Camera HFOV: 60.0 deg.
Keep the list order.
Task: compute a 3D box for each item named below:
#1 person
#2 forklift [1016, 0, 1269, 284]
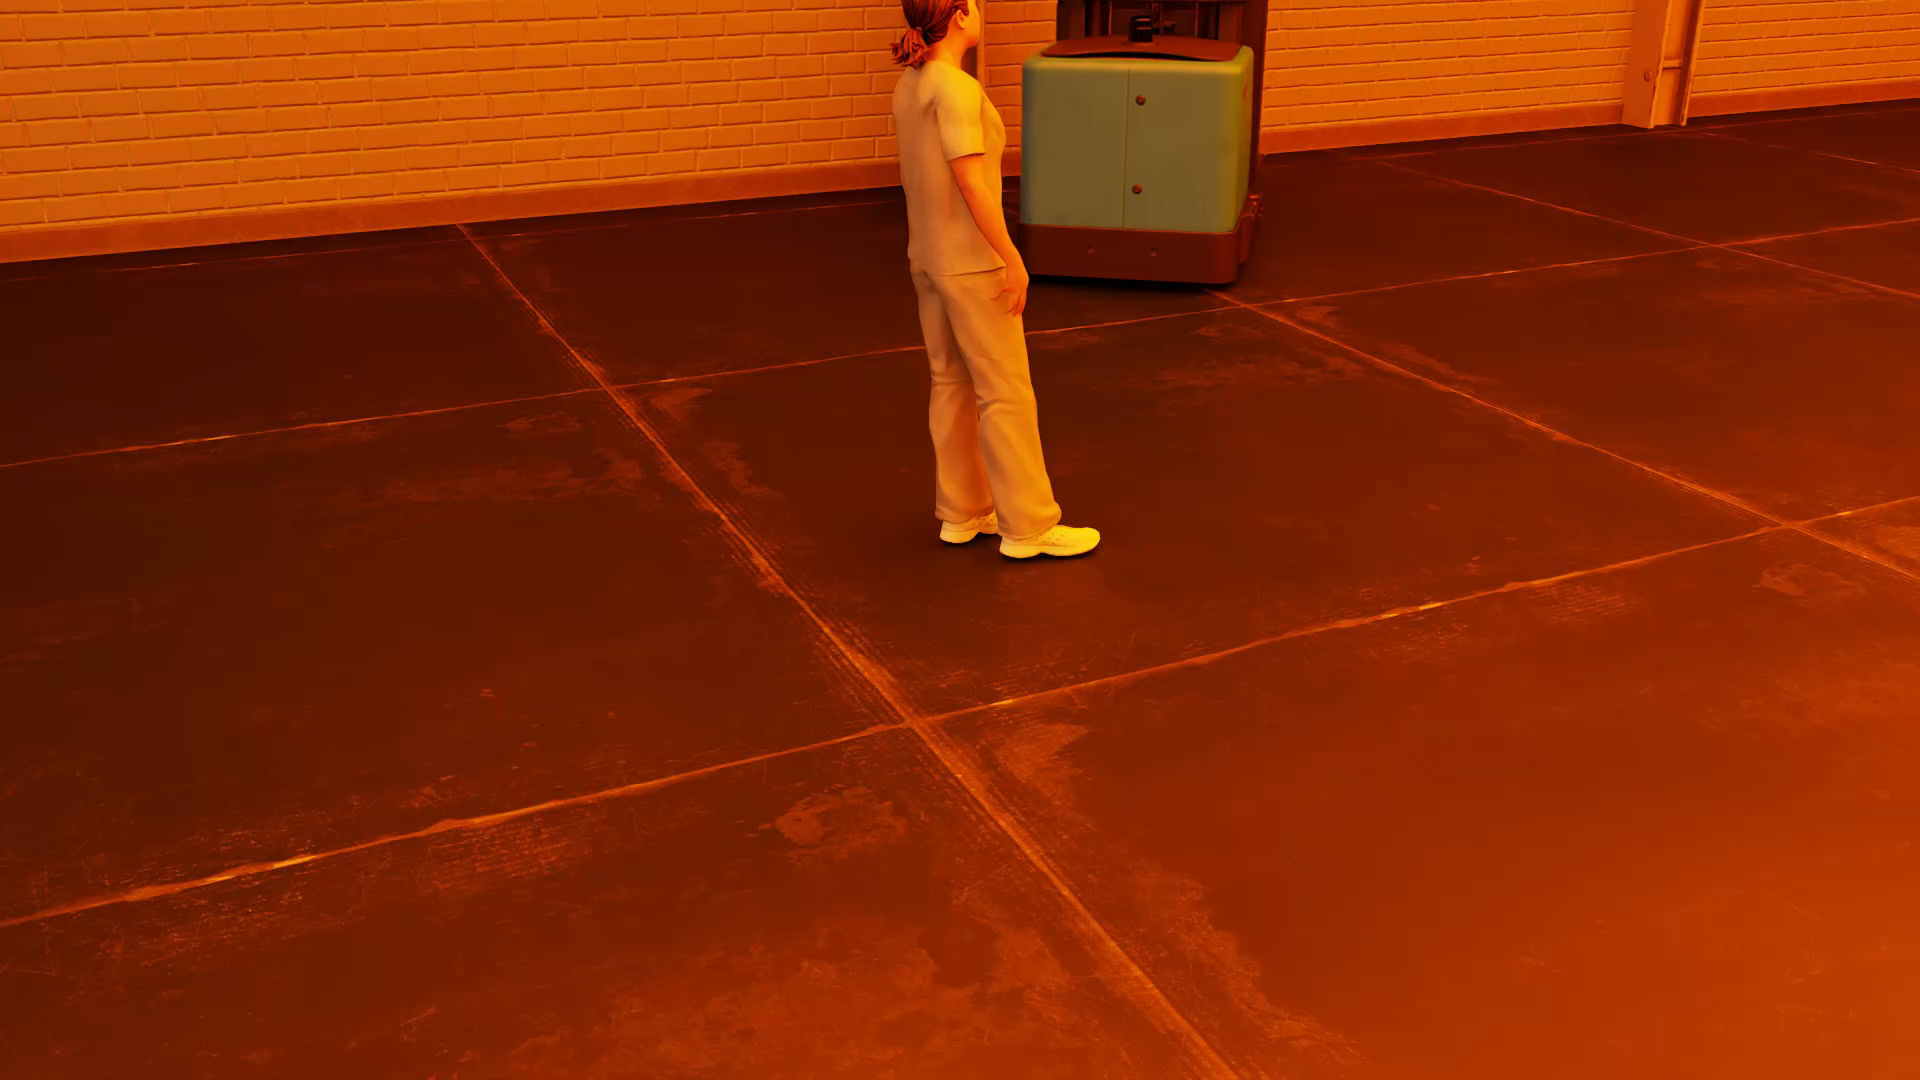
[{"bbox_3d":[0.072,-0.783,4.802,0.549,1.665,0.549,-10,25,-23],"label":"person"},{"bbox_3d":[1.099,-3.091,8.727,1.130,2.935,3.031,5,23,12],"label":"forklift"}]
